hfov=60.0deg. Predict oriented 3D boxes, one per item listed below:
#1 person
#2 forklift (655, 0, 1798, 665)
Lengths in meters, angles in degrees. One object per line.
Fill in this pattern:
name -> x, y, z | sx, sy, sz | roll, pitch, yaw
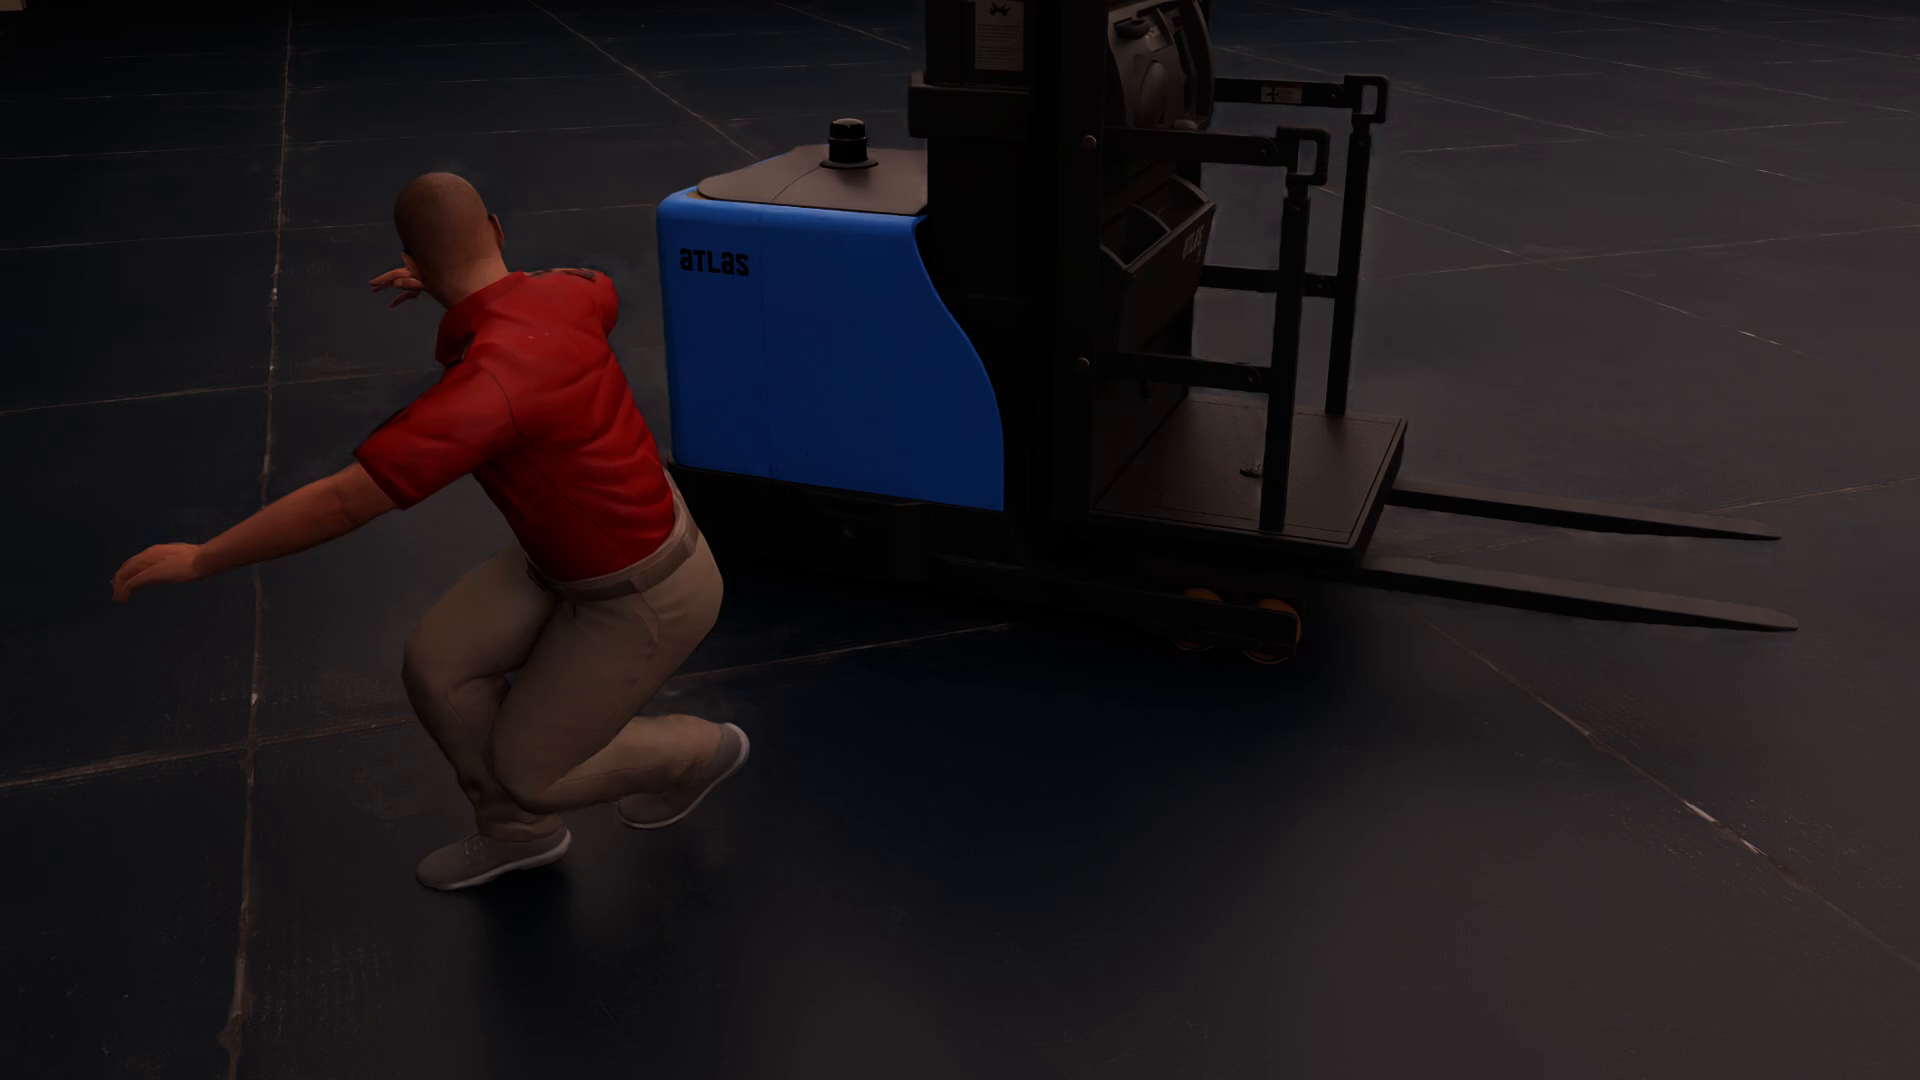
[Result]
person -> -0.972, 0.035, 3.157 | 1.100, 1.470, 0.807 | -9, 24, -20
forklift -> 0.718, -1.262, 4.299 | 3.031, 2.935, 1.130 | 8, 24, 19
